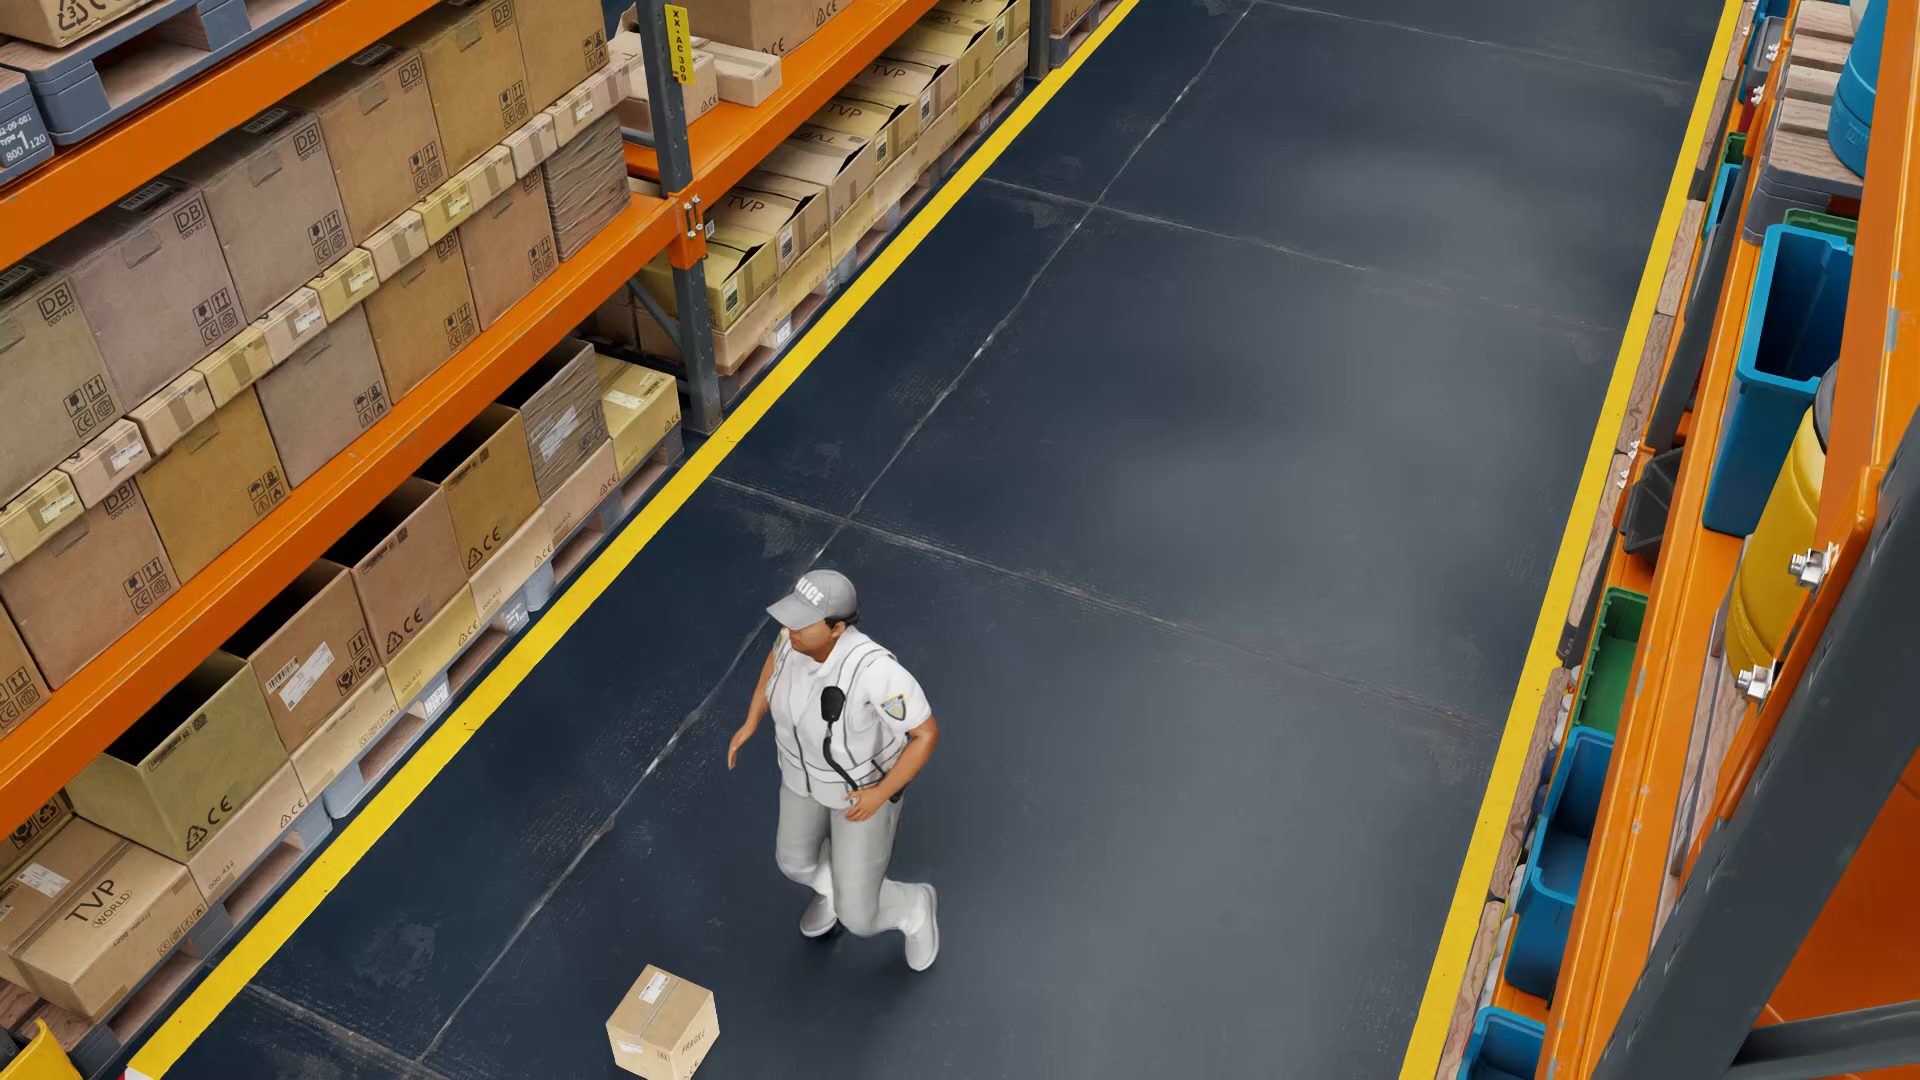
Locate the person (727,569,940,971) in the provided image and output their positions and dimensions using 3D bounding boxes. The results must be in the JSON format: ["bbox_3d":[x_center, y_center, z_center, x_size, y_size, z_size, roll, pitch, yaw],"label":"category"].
[{"bbox_3d":[-0.411,0.795,5.326,0.734,1.624,0.531,23,47,23],"label":"person"}]
